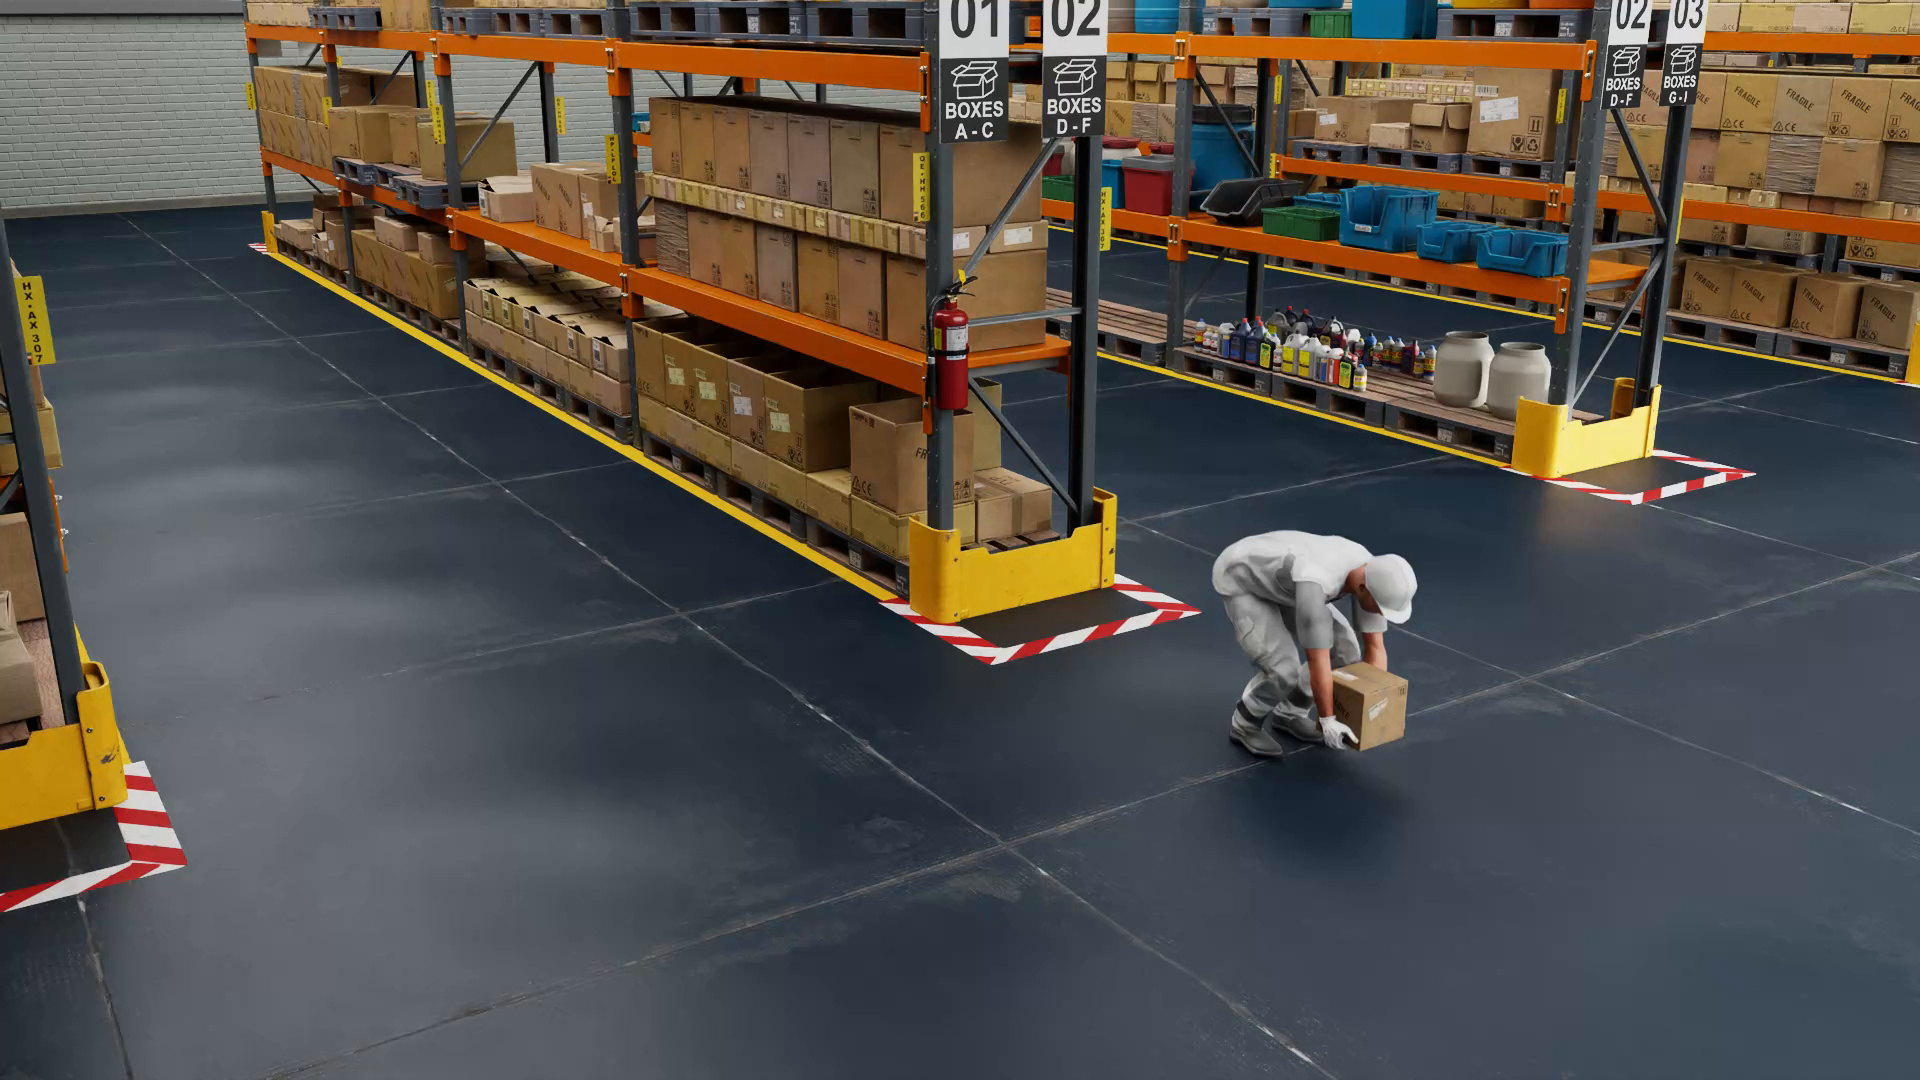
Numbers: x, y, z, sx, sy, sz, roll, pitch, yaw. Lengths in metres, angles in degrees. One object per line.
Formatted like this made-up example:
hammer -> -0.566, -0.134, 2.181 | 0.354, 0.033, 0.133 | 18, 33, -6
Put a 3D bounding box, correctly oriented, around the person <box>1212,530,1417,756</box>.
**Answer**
person -> 1.472, 0.442, 6.947 | 0.536, 0.991, 0.953 | -12, 22, -34
